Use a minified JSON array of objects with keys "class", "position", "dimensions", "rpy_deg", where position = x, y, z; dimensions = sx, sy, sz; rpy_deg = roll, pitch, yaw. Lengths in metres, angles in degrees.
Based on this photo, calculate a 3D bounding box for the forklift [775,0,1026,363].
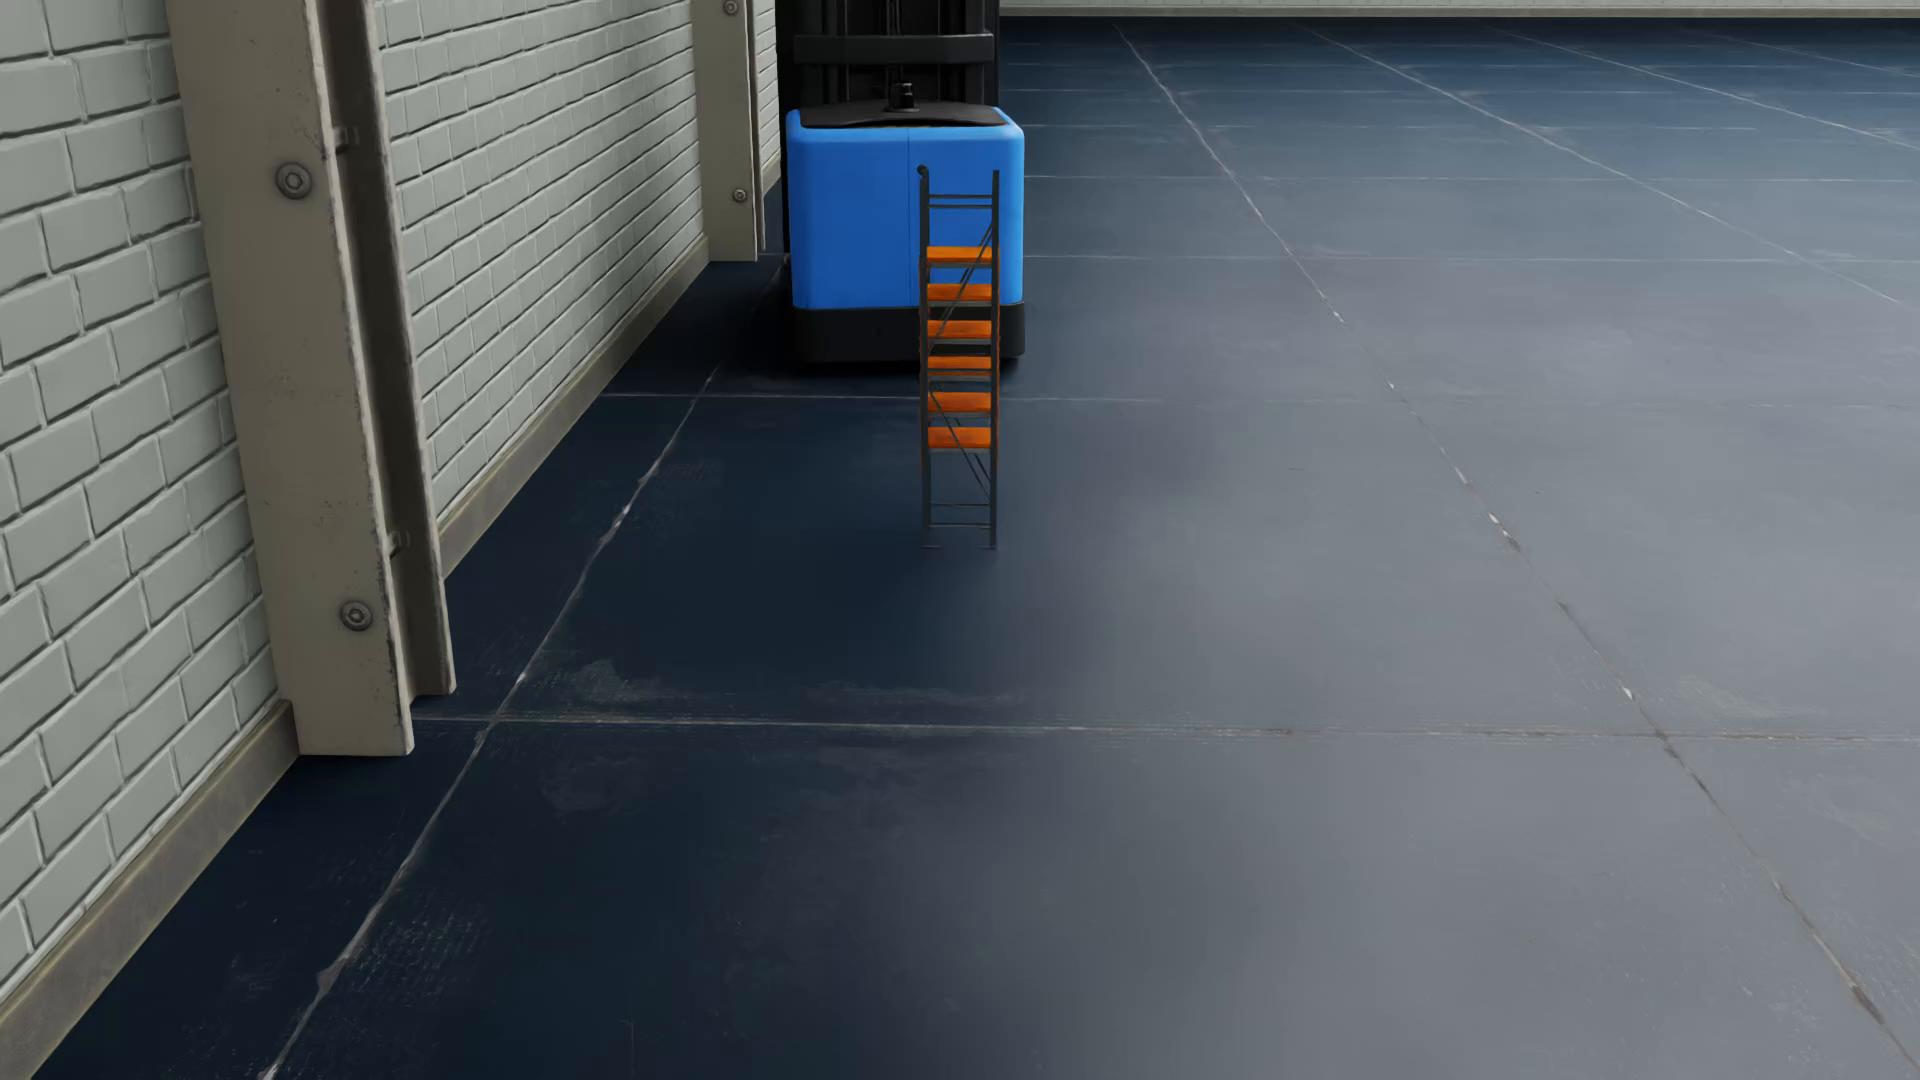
[{"class":"forklift","position":[-0.379,-2.642,8.285],"dimensions":[1.130,2.935,3.031],"rpy_deg":[-2,21,-6]}]

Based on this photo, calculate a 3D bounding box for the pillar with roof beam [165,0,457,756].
[{"class":"pillar with roof beam","position":[2.779,-3.684,2.582],"dimensions":[9.100,9.000,0.400],"rpy_deg":[1,21,2]}]

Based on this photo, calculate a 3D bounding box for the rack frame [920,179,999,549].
[{"class":"rack frame","position":[-0.002,-0.532,5.240],"dimensions":[0.240,1.200,0.006],"rpy_deg":[1,21,2]}]

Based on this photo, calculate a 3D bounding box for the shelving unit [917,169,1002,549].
[{"class":"shelving unit","position":[0.000,-0.565,5.325],"dimensions":[0.258,1.200,0.189],"rpy_deg":[1,21,2]}]

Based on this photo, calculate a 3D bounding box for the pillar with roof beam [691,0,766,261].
[{"class":"pillar with roof beam","position":[2.962,-5.853,8.173],"dimensions":[9.100,9.000,0.400],"rpy_deg":[1,21,2]}]

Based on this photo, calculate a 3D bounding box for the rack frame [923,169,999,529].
[{"class":"rack frame","position":[0.003,-0.598,5.411],"dimensions":[0.240,1.200,0.006],"rpy_deg":[1,21,2]}]

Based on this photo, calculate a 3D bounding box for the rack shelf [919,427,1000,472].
[{"class":"rack shelf","position":[0.000,-0.299,5.428],"dimensions":[0.258,0.103,0.180],"rpy_deg":[1,21,2]}]

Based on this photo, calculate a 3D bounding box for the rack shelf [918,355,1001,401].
[{"class":"rack shelf","position":[0.000,-0.523,5.341],"dimensions":[0.258,0.103,0.180],"rpy_deg":[1,21,2]}]

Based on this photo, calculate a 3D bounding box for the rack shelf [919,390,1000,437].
[{"class":"rack shelf","position":[0.000,-0.411,5.385],"dimensions":[0.258,0.103,0.180],"rpy_deg":[1,21,2]}]

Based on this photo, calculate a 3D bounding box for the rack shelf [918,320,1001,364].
[{"class":"rack shelf","position":[0.000,-0.635,5.298],"dimensions":[0.258,0.103,0.180],"rpy_deg":[1,21,2]}]

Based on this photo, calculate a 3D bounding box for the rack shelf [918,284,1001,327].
[{"class":"rack shelf","position":[0.000,-0.747,5.255],"dimensions":[0.258,0.103,0.180],"rpy_deg":[1,21,2]}]

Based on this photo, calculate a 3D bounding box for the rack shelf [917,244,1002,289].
[{"class":"rack shelf","position":[0.000,-0.859,5.211],"dimensions":[0.258,0.103,0.180],"rpy_deg":[1,21,2]}]
